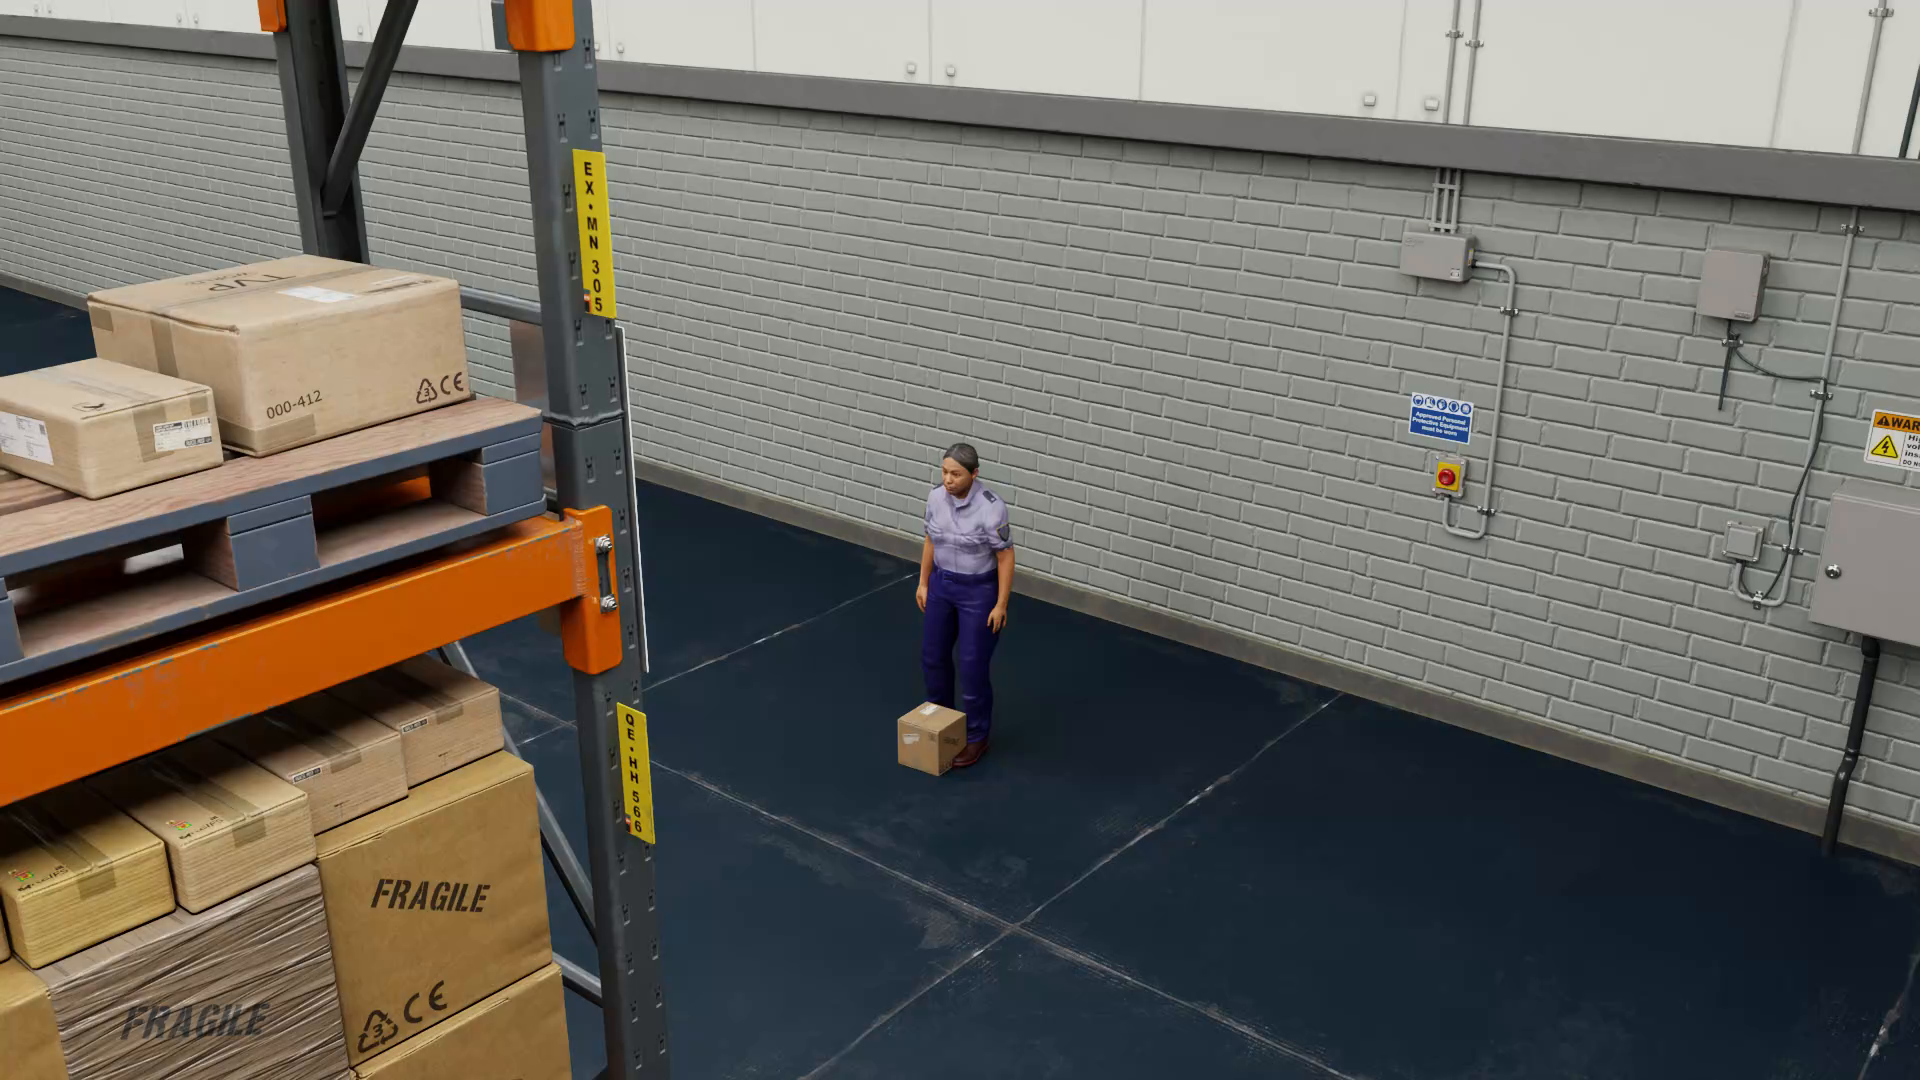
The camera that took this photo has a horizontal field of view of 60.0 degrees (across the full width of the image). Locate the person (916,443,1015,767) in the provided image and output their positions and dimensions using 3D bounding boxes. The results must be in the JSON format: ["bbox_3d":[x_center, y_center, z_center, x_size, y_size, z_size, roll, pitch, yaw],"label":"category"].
[{"bbox_3d":[-0.004,0.291,8.301,0.564,1.652,0.423,14,25,33],"label":"person"}]
